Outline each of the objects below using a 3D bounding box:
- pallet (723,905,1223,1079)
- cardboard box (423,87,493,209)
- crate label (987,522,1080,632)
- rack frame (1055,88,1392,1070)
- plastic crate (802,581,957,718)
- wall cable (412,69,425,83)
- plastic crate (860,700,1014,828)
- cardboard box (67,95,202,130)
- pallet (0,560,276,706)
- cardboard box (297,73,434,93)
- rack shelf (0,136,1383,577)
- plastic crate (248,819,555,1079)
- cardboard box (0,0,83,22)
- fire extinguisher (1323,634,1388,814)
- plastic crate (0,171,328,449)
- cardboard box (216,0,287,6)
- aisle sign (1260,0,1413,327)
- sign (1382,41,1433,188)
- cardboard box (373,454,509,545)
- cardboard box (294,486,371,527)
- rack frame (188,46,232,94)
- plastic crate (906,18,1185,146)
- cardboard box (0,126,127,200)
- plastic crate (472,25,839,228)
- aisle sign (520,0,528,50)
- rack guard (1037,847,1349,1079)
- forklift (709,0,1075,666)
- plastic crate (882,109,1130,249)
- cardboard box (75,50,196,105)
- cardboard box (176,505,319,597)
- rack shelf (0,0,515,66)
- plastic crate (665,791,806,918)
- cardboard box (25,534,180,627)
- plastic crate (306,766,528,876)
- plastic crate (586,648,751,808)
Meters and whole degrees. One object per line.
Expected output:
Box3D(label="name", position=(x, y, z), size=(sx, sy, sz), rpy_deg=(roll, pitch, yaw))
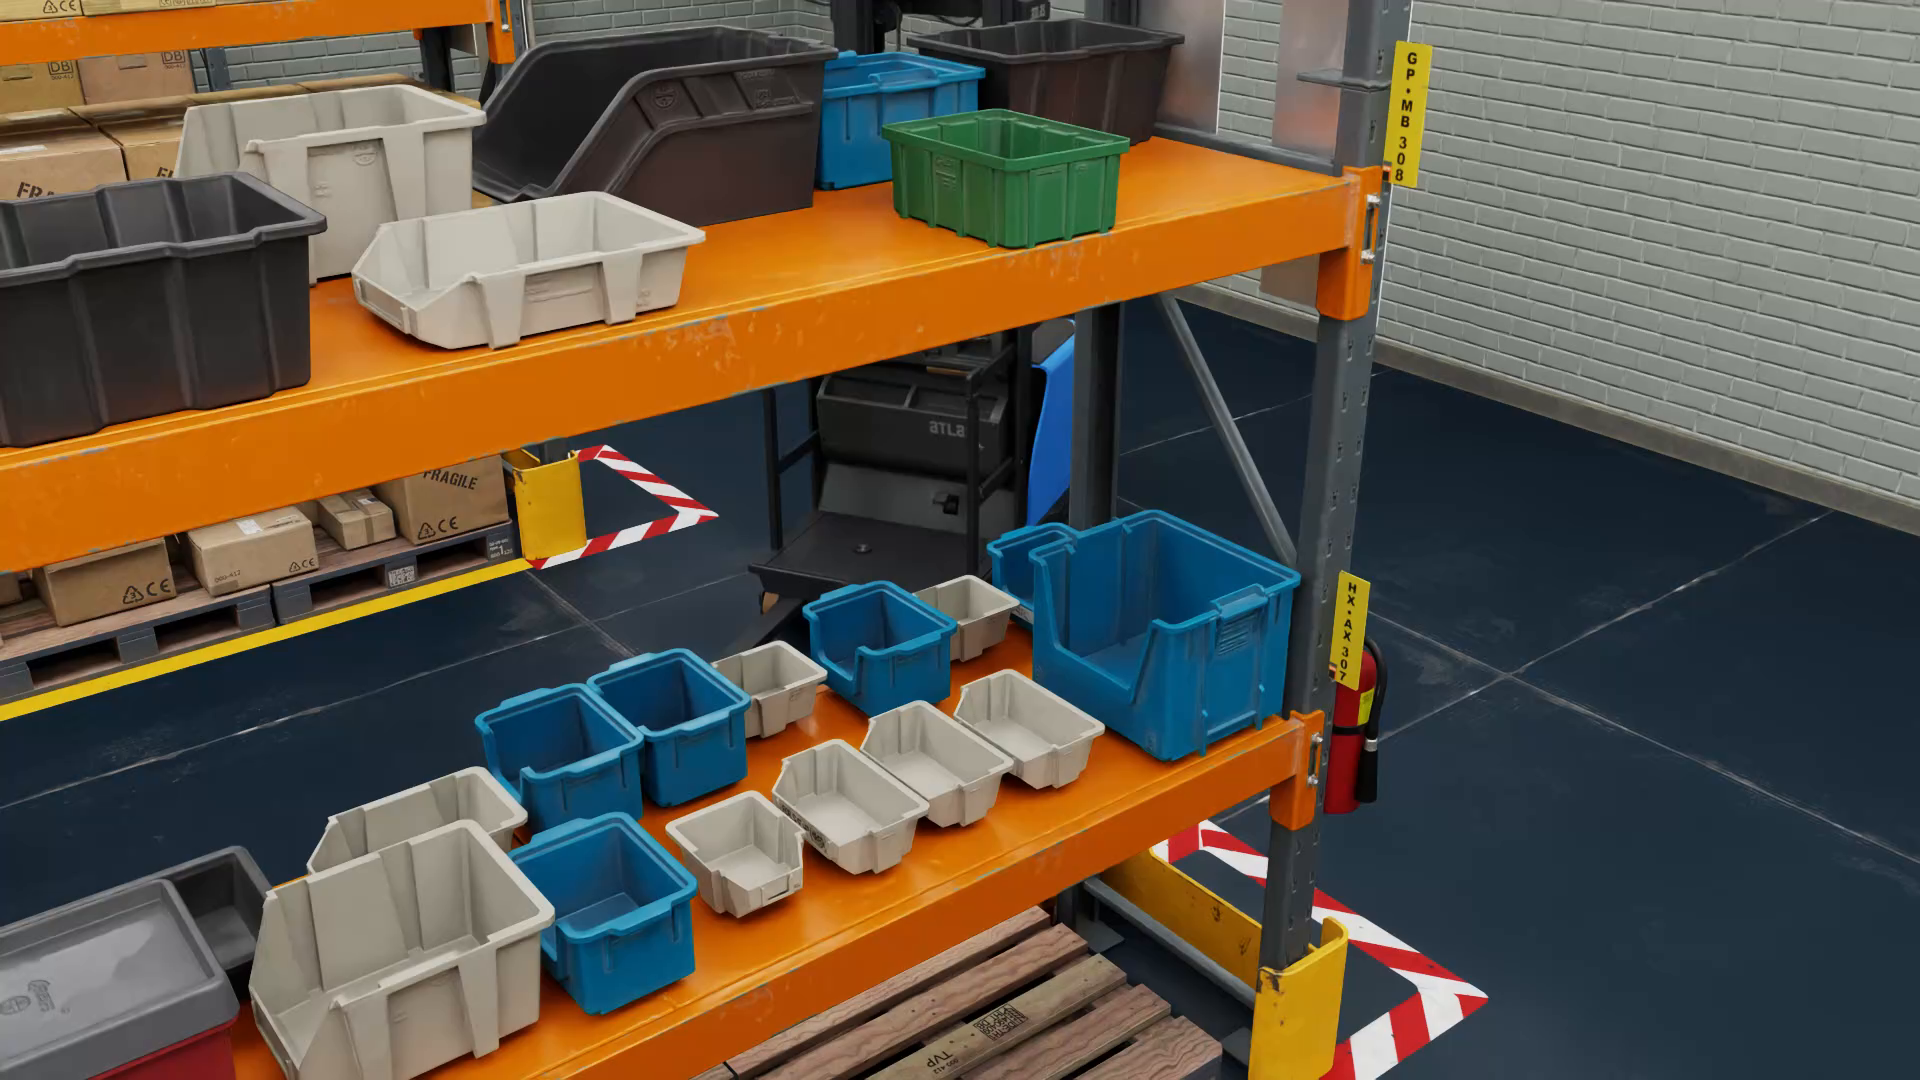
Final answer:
Box3D(label="pallet", position=(0.019, 1.606, 5.038), size=(1.213, 0.211, 1.003), rpy_deg=(-18, 31, -34))
Box3D(label="cardboard box", position=(-2.542, -1.794, 7.745), size=(0.500, 0.500, 0.500), rpy_deg=(-19, 31, -34))
Box3D(label="crate label", position=(0.295, 0.144, 5.004), size=(0.303, 0.233, 0.416), rpy_deg=(-18, 31, -34))
Box3D(label="rack frame", position=(0.692, 0.140, 4.885), size=(0.127, 3.000, 1.000), rpy_deg=(-18, 31, -34))
Box3D(label="plastic crate", position=(-0.223, 0.315, 4.636), size=(0.300, 0.233, 0.416), rpy_deg=(-18, 31, -34))
Box3D(label="wall cable", position=(-4.997, -4.248, 13.134), size=(1.851, 1.984, 0.084), rpy_deg=(-18, 31, -34))
Box3D(label="plastic crate", position=(-0.075, 0.575, 4.190), size=(0.243, 0.136, 0.396), rpy_deg=(-18, 31, -34))
Box3D(label="cardboard box", position=(-3.677, -1.706, 7.556), size=(0.500, 0.500, 0.500), rpy_deg=(-18, 30, -33))
Box3D(label="pallet", position=(-4.007, 0.306, 7.841), size=(1.213, 0.211, 1.003), rpy_deg=(-18, 31, -34))
Box3D(label="cardboard box", position=(-2.873, -1.973, 8.131), size=(0.500, 0.500, 0.500), rpy_deg=(-17, 30, -33))
Box3D(label="rack shelf", position=(-0.882, -0.374, 3.285), size=(4.000, 0.370, 1.077), rpy_deg=(-18, 31, -34))
Box3D(label="plastic crate", position=(-1.140, 0.870, 3.381), size=(0.530, 0.282, 0.437), rpy_deg=(-18, 31, -34))
Box3D(label="cardboard box", position=(-3.792, -2.188, 6.517), size=(0.500, 0.250, 0.500), rpy_deg=(-18, 31, -34))
Box3D(label="fire extinguisher", position=(1.091, 0.456, 4.739), size=(0.183, 0.674, 0.296), rpy_deg=(-18, 31, -34))
Box3D(label="plastic crate", position=(-1.309, -0.354, 2.541), size=(0.590, 0.269, 0.497), rpy_deg=(-18, 31, -34))
Box3D(label="cardboard box", position=(-3.003, -2.447, 7.075), size=(0.500, 0.250, 0.500), rpy_deg=(-18, 31, -34))
Box3D(label="aisle sign", position=(0.930, -0.961, 4.169), size=(0.004, 0.787, 0.394), rpy_deg=(-18, 31, -34))
Box3D(label="sign", position=(1.045, -0.995, 3.892), size=(0.005, 0.325, 0.100), rpy_deg=(-18, 31, -34))
Box3D(label="cardboard box", position=(-2.637, -0.344, 8.376), size=(0.500, 0.500, 0.500), rpy_deg=(-18, 31, -34))
Box3D(label="cardboard box", position=(-3.358, -0.277, 8.527), size=(0.500, 0.250, 0.500), rpy_deg=(-18, 31, -34))
Box3D(label="rack frame", position=(-5.421, -3.142, 11.956), size=(0.127, 3.000, 1.000), rpy_deg=(-18, 31, -34))
Box3D(label="plastic crate", position=(0.217, -1.153, 4.264), size=(0.590, 0.269, 0.497), rpy_deg=(-18, 31, -34))
Box3D(label="cardboard box", position=(-3.748, -1.393, 6.881), size=(0.500, 0.500, 0.500), rpy_deg=(-17, 30, -32))
Box3D(label="plastic crate", position=(-0.680, -0.886, 3.607), size=(0.767, 0.338, 0.504), rpy_deg=(-18, 31, -34))
Box3D(label="aisle sign", position=(-2.119, -2.597, 7.695), size=(0.004, 0.787, 0.394), rpy_deg=(-18, 31, -34))
Box3D(label="rack guard", position=(0.703, 1.264, 5.434), size=(0.348, 0.500, 1.175), rpy_deg=(-18, 31, -34))
Box3D(label="forklift", position=(-0.304, -0.992, 7.405), size=(1.130, 2.935, 3.031), rpy_deg=(10, 27, 20))
Box3D(label="plastic crate", position=(0.092, -0.773, 3.542), size=(0.336, 0.188, 0.450), rpy_deg=(-18, 31, -34))
Box3D(label="cardboard box", position=(-5.816, -3.142, 11.600), size=(0.700, 0.700, 0.980), rpy_deg=(-17, 30, -32))
Box3D(label="cardboard box", position=(-3.403, 0.006, 7.918), size=(0.500, 0.250, 0.500), rpy_deg=(-18, 31, -34))
Box3D(label="rack shelf", position=(-3.935, -2.016, 6.823), size=(4.000, 0.370, 1.077), rpy_deg=(-18, 31, -34))
Box3D(label="plastic crate", position=(-0.500, 0.738, 3.838), size=(0.250, 0.136, 0.298), rpy_deg=(-18, 31, -34))
Box3D(label="cardboard box", position=(-4.034, -0.019, 7.672), size=(0.637, 0.503, 0.797), rpy_deg=(-18, 31, -34))
Box3D(label="plastic crate", position=(-1.271, 0.720, 3.878), size=(0.466, 0.136, 0.293), rpy_deg=(-18, 31, -34))
Box3D(label="plastic crate", position=(-0.741, 0.486, 4.267), size=(0.300, 0.233, 0.416), rpy_deg=(-18, 31, -34))
